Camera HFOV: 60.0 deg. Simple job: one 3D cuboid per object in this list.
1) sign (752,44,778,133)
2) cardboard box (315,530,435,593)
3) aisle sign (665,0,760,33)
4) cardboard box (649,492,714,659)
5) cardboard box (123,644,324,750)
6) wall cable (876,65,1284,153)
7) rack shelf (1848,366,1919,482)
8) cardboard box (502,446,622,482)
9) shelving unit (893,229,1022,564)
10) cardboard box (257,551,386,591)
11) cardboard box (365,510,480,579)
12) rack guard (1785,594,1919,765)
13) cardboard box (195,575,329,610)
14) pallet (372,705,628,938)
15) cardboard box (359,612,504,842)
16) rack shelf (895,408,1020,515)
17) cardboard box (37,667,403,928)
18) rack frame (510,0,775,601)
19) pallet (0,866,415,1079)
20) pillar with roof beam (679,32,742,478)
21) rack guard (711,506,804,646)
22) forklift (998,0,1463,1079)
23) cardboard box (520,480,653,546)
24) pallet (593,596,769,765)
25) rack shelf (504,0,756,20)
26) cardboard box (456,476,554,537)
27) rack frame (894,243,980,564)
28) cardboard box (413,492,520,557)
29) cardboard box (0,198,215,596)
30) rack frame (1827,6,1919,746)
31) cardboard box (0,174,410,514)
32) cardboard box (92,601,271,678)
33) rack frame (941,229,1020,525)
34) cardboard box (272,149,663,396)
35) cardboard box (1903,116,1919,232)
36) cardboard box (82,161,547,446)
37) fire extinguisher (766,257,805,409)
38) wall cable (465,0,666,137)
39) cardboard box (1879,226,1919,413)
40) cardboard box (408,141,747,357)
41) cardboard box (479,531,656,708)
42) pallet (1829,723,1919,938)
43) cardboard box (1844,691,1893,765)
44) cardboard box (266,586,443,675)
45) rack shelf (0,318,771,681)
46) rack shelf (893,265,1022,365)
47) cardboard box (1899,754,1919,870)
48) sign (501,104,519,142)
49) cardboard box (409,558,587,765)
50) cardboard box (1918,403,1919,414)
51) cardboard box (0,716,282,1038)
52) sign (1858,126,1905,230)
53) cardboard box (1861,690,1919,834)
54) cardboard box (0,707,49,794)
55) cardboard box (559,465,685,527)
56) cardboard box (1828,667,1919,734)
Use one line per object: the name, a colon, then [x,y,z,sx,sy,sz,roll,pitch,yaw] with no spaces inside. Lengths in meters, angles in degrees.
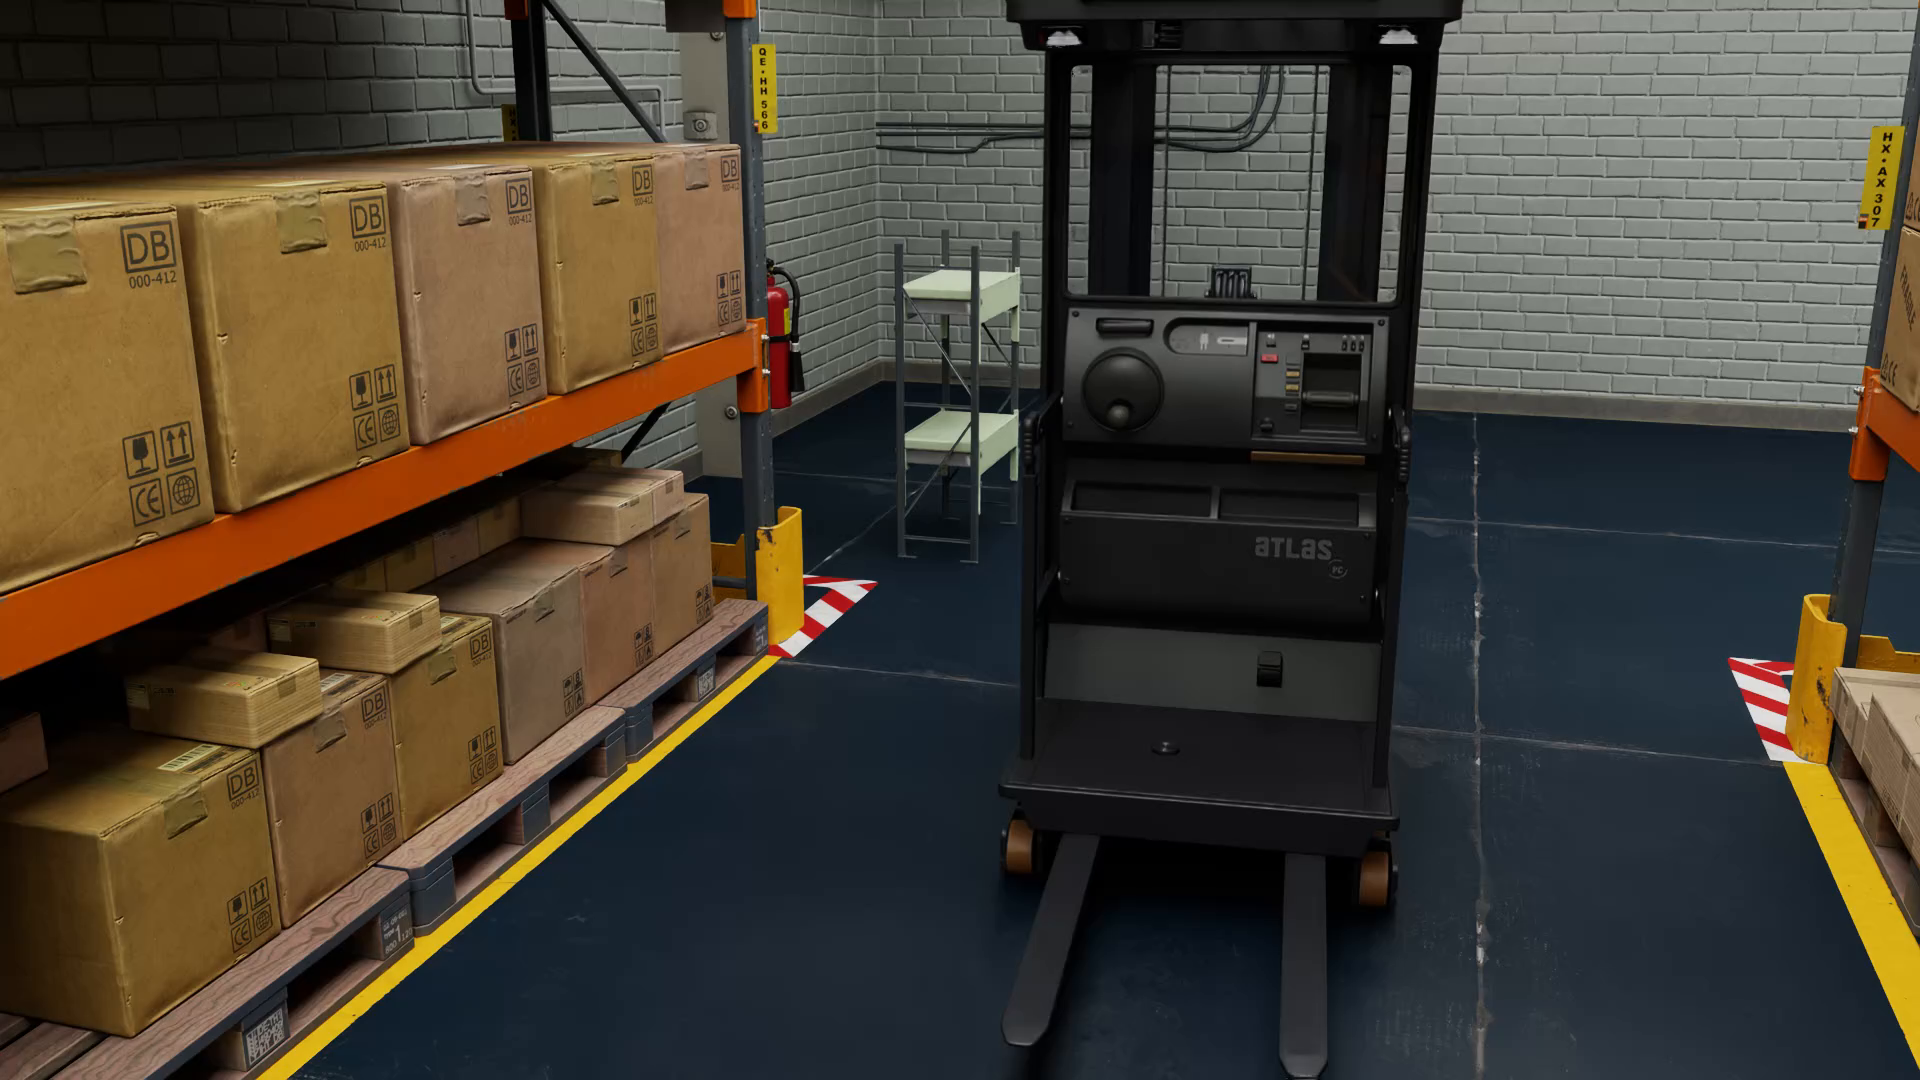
sign: [-0.745,-1.715,6.322,0.100,0.325,0.005,5,16,16]
cardboard box: [-1.879,0.073,5.196,0.380,0.149,0.250,5,17,16]
aisle sign: [-0.953,-2.336,6.303,0.394,0.787,0.004,5,16,16]
cardboard box: [-1.364,0.102,6.284,0.700,0.500,0.500,5,16,16]
cardboard box: [-1.815,0.382,4.107,0.380,0.149,0.250,5,17,18]
wall cable: [0.689,-3.934,11.398,3.097,2.526,0.112,5,16,16]
rack shelf: [2.921,0.163,3.576,1.077,0.370,4.000,5,16,16]
cardboard box: [-1.520,-0.258,6.366,0.380,0.149,0.250,5,17,16]
shelving unit: [-0.002,-0.720,8.119,0.431,1.500,0.755,5,16,16]
cardboard box: [-1.951,0.140,4.963,0.380,0.149,0.250,4,16,15]
cardboard box: [-1.807,0.006,5.433,0.380,0.149,0.250,5,17,17]
rack guard: [3.468,0.516,5.594,1.175,0.500,0.348,5,16,16]
cardboard box: [-2.024,0.207,4.724,0.380,0.149,0.250,5,17,16]
pallet: [-1.762,0.785,5.174,1.003,0.211,1.213,5,16,16]
cardboard box: [-1.793,0.504,4.865,0.700,0.500,0.500,5,17,17]
rack shelf: [-0.002,-0.406,8.208,0.431,0.370,0.720,5,16,16]
cardboard box: [-1.941,0.639,4.392,0.700,0.500,0.500,4,16,15]
rack frame: [-1.261,-1.090,6.674,1.000,3.000,0.127,5,16,16]
pallet: [-2.107,1.106,4.045,1.003,0.211,1.213,5,16,16]
pillar with roof beam: [2.804,-4.415,7.405,9.100,9.000,0.400,5,16,16]
rack guard: [-1.254,0.107,7.037,1.175,0.500,0.348,5,16,16]
forklift: [0.731,-0.482,4.659,1.130,2.935,3.031,3,16,11]
cardboard box: [-1.298,-0.096,5.792,0.380,0.149,0.250,5,17,17]
pallet: [-1.413,0.467,6.295,1.003,0.211,1.213,5,16,16]
rack shelf: [-1.830,-1.663,4.518,1.077,0.370,4.000,5,16,16]
cardboard box: [-1.664,-0.126,5.898,0.380,0.149,0.250,5,16,16]
rack frame: [-0.106,-0.624,7.781,0.400,1.500,0.023,5,16,16]
cardboard box: [-1.735,-0.060,5.668,0.380,0.149,0.250,5,17,16]
cardboard box: [-2.228,-0.328,3.439,0.980,0.700,0.700,5,17,17]
rack frame: [3.489,-0.706,5.323,1.000,3.000,0.127,5,16,16]
cardboard box: [-2.015,-0.519,4.111,0.980,0.700,0.700,4,16,14]
cardboard box: [-2.097,0.273,4.492,0.380,0.149,0.250,4,16,14]
rack frame: [0.102,-0.816,8.456,0.400,1.500,0.023,5,16,16]
cardboard box: [-1.593,-0.908,5.485,0.980,0.700,0.700,4,16,15]
cardboard box: [3.110,-1.140,4.836,0.500,0.500,0.500,5,17,18]
cardboard box: [-1.818,-0.710,4.785,0.980,0.700,0.700,4,16,13]
fire extinguisher: [-0.776,-0.877,6.748,0.296,0.674,0.183,5,16,16]
wall cable: [-1.804,-1.987,7.975,0.084,1.984,1.851,5,16,16]
cardboard box: [3.110,-0.659,4.972,0.500,0.500,0.500,5,17,17]
cardboard box: [-1.397,-1.100,6.160,0.980,0.700,0.700,5,17,18]
cardboard box: [-1.506,0.233,5.823,0.700,0.500,0.500,5,16,16]
pallet: [3.242,0.864,4.898,1.003,0.211,1.213,5,16,16]
cardboard box: [2.970,0.593,5.127,0.380,0.166,0.250,5,16,16]
cardboard box: [-1.667,0.246,4.589,0.380,0.149,0.250,4,16,14]
rack shelf: [-1.830,-0.220,4.927,1.077,0.370,4.000,5,16,16]
rack shelf: [-0.002,-1.095,8.012,0.431,0.370,0.720,5,16,16]
cardboard box: [2.779,0.787,4.292,0.500,0.250,0.500,5,16,16]
sign: [-1.792,-1.589,6.702,0.100,0.325,0.005,5,16,16]
cardboard box: [-1.649,0.364,5.359,0.700,0.500,0.500,4,16,14]
cardboard box: [2.969,-0.523,4.495,0.500,0.500,0.500,4,16,15]
cardboard box: [-2.087,0.770,3.930,0.700,0.500,0.500,5,17,17]
sign: [2.969,-1.165,5.353,0.100,0.325,0.005,5,16,16]
cardboard box: [2.921,0.656,4.753,0.500,0.250,0.500,5,16,16]
cardboard box: [-2.319,0.480,3.762,0.380,0.149,0.250,5,16,16]
cardboard box: [-1.226,-0.162,6.028,0.380,0.149,0.250,4,16,15]
cardboard box: [3.041,0.536,5.360,0.380,0.149,0.250,5,16,16]
